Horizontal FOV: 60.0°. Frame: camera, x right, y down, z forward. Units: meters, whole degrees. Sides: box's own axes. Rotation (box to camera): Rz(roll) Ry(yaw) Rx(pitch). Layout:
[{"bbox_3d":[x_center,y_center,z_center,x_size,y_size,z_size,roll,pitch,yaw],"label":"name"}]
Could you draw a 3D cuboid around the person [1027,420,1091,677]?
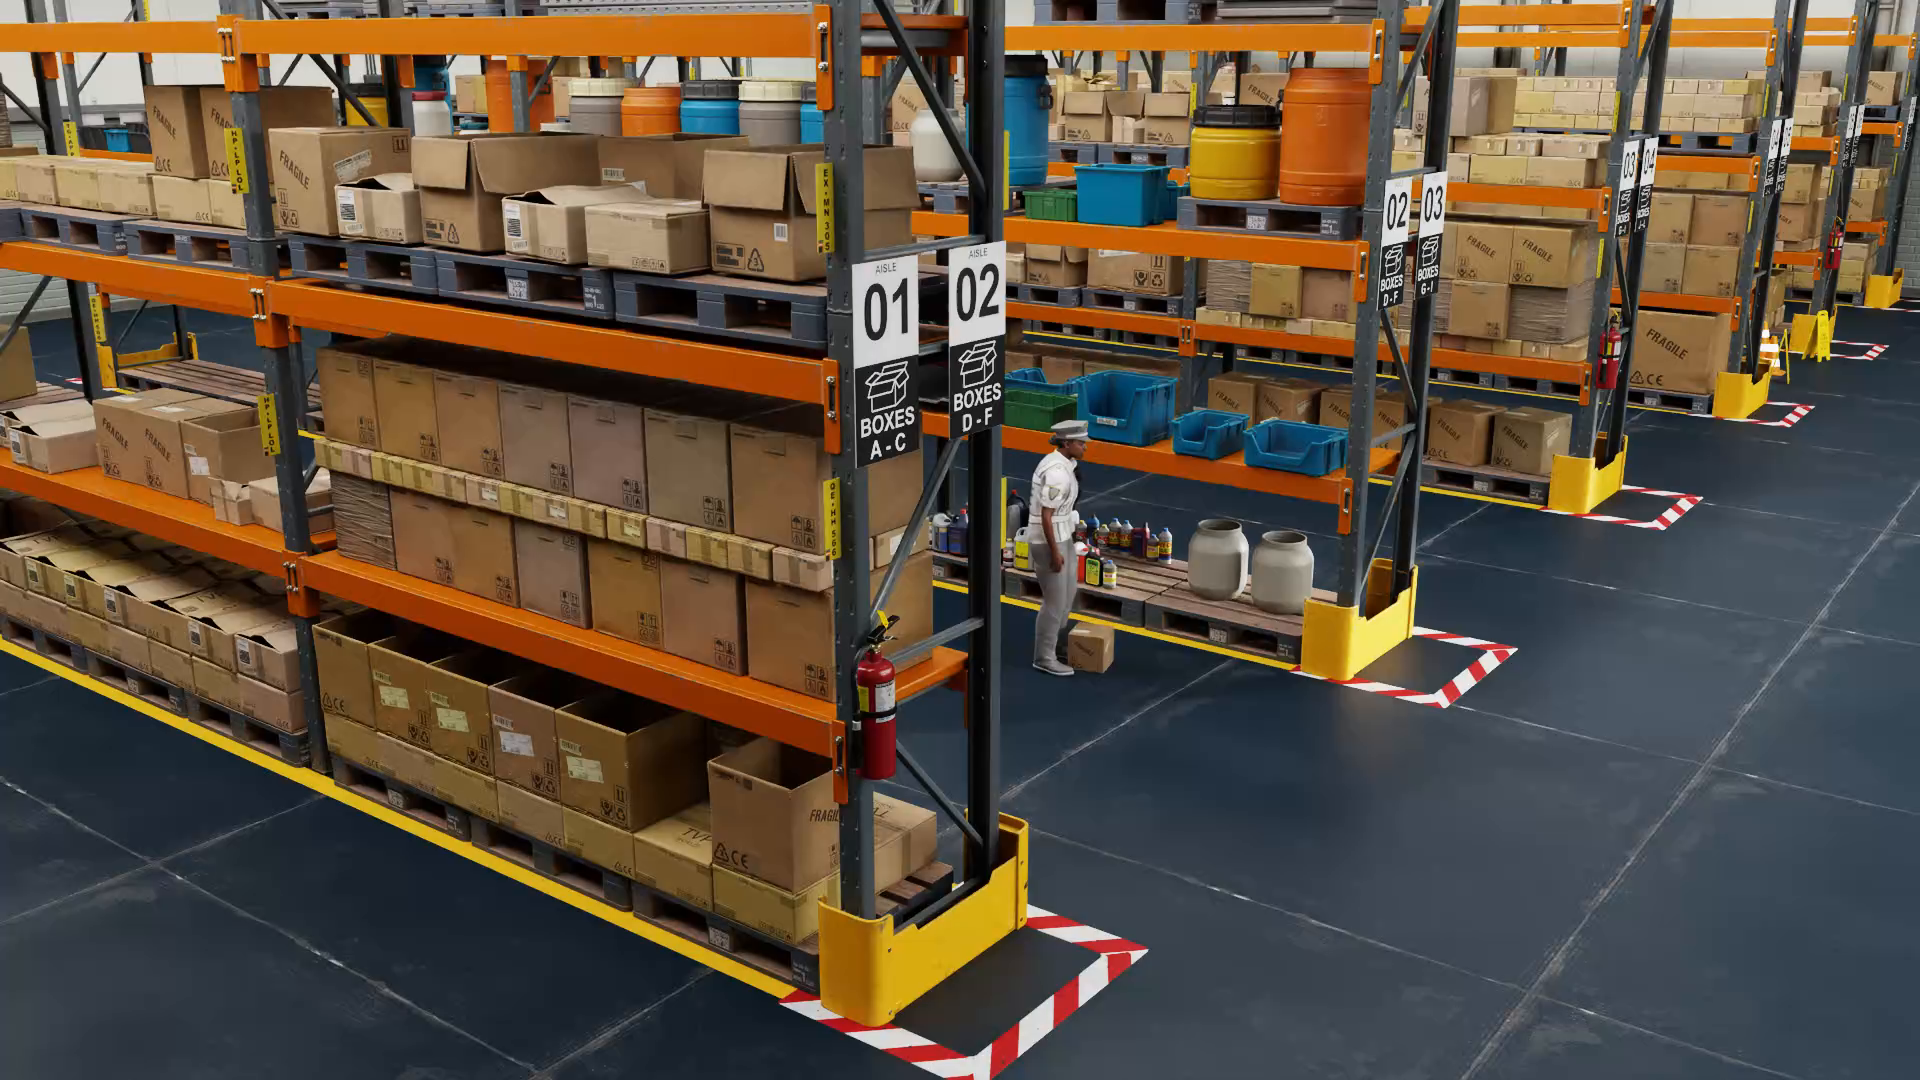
[{"bbox_3d":[0.644,0.026,10.948,0.396,1.662,0.533,4,17,14],"label":"person"}]
